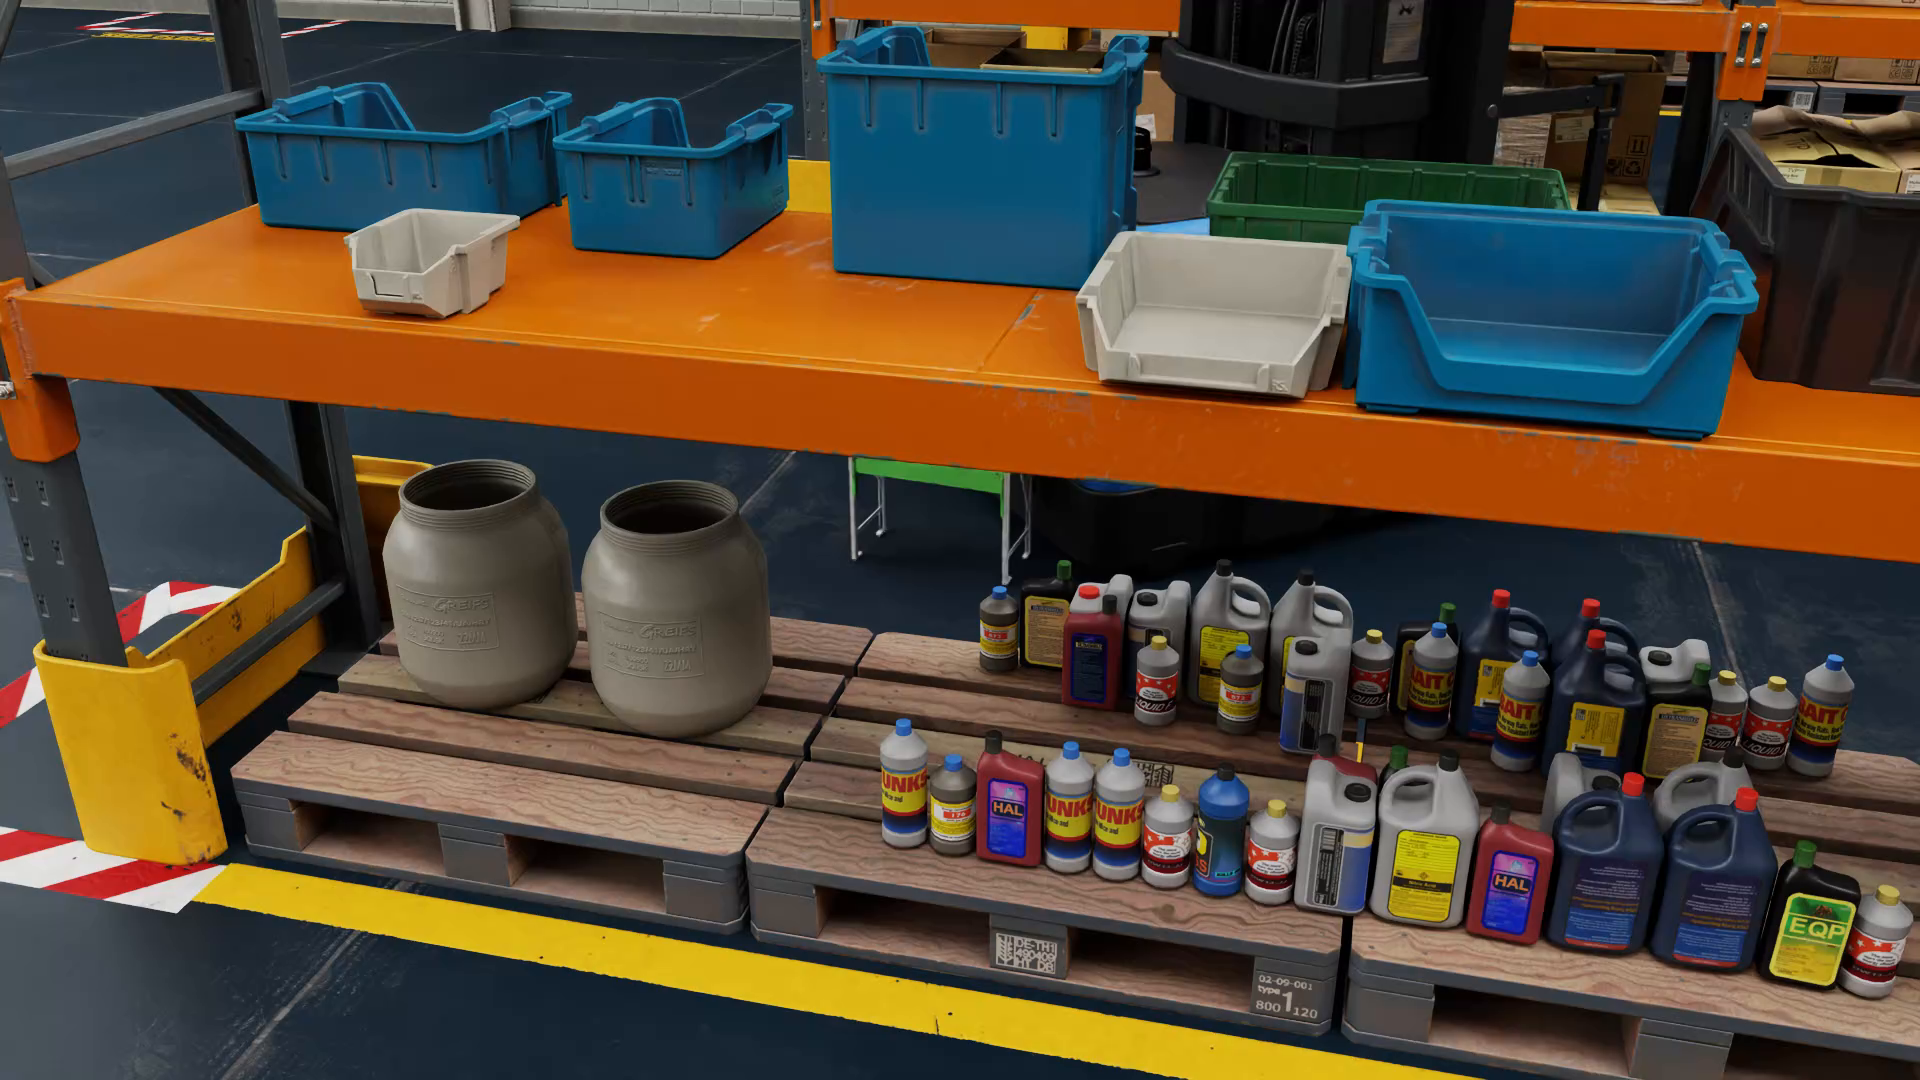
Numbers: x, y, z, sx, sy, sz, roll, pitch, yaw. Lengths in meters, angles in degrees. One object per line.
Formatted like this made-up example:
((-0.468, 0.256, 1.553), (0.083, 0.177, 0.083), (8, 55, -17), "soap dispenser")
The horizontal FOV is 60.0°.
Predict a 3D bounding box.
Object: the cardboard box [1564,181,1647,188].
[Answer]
((2.946, -1.626, 7.887), (0.500, 0.250, 0.500), (6, 26, 13), "cardboard box")

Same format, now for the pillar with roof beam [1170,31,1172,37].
((0.497, -6.195, 7.793), (0.400, 9.000, 9.100), (6, 26, 13), "pillar with roof beam")

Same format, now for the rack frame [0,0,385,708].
((-1.792, -0.869, 3.585), (0.127, 3.000, 1.000), (6, 26, 13), "rack frame")

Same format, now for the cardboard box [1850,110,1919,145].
((4.289, -1.727, 7.445), (0.500, 0.311, 0.500), (7, 26, 14), "cardboard box")

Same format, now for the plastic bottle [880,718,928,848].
((-0.113, 0.488, 3.397), (0.097, 0.271, 0.097), (0, 25, 0), "plastic bottle")

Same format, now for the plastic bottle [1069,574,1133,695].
((0.333, 0.215, 3.966), (0.135, 0.276, 0.152), (7, 26, 13), "plastic bottle")

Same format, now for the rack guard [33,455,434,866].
((-1.706, 0.248, 4.147), (0.348, 0.500, 1.175), (6, 26, 13), "rack guard")

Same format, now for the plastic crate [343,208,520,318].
((-1.005, -0.520, 3.159), (0.250, 0.136, 0.298), (6, 26, 13), "plastic crate")

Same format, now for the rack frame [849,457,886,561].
((-0.285, -0.527, 4.961), (0.015, 1.200, 0.240), (9, 27, 18), "rack frame")

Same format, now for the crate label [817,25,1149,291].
((0.058, -0.800, 3.400), (0.616, 0.435, 0.502), (6, 26, 13), "crate label")

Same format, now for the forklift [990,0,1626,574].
((1.517, -1.647, 5.300), (3.031, 2.935, 1.130), (-12, 28, -24), "forklift")

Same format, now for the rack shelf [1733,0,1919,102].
((5.257, -1.963, 6.721), (4.000, 0.370, 1.077), (6, 26, 13), "rack shelf")

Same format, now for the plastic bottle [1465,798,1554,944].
((1.033, 0.618, 3.111), (0.133, 0.283, 0.061), (8, 27, 16), "plastic bottle")

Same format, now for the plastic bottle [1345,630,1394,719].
((0.953, 0.305, 3.864), (0.097, 0.201, 0.097), (0, 25, 0), "plastic bottle")

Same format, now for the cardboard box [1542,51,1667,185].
((2.948, -1.969, 7.734), (0.500, 0.500, 0.500), (6, 26, 13), "cardboard box")

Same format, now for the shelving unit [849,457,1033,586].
((-0.056, -0.491, 4.885), (0.503, 1.200, 0.258), (9, 27, 18), "shelving unit")

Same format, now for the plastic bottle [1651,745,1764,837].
((1.423, 0.548, 3.180), (0.185, 0.351, 0.144), (6, 26, 13), "plastic bottle")

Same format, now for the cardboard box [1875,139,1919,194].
((4.141, -1.500, 6.969), (0.500, 0.311, 0.500), (6, 26, 12), "cardboard box")

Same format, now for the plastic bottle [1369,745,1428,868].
((0.889, 0.538, 3.279), (0.133, 0.283, 0.061), (6, 26, 13), "plastic bottle")

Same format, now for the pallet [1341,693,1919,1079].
((1.442, 0.729, 3.473), (1.213, 0.211, 1.003), (6, 26, 13), "pallet")

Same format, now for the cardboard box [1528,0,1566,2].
((2.376, -2.646, 7.202), (0.500, 0.500, 0.700), (6, 26, 12), "cardboard box")

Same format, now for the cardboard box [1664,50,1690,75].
((5.267, -3.563, 11.641), (0.500, 0.500, 0.700), (7, 26, 15), "cardboard box")

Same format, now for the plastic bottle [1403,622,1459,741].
((1.069, 0.313, 3.765), (0.097, 0.271, 0.097), (0, 25, 0), "plastic bottle")

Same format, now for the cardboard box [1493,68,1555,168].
((2.335, -1.806, 7.392), (0.500, 0.500, 0.500), (6, 26, 13), "cardboard box")

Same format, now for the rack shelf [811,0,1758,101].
((1.383, -2.392, 7.621), (4.000, 0.370, 1.077), (6, 26, 13), "rack shelf")

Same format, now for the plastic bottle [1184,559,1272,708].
((0.629, 0.212, 3.885), (0.185, 0.351, 0.144), (7, 26, 15), "plastic bottle")

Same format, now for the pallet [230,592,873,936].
((-0.921, 0.468, 4.021), (1.213, 0.211, 1.003), (6, 26, 13), "pallet")

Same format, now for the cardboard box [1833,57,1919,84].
((6.264, -3.457, 11.418), (0.500, 0.500, 0.700), (7, 26, 14), "cardboard box")

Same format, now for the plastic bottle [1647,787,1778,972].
((1.387, 0.608, 3.053), (0.185, 0.351, 0.144), (6, 26, 12), "plastic bottle")

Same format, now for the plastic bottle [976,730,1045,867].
((0.101, 0.515, 3.328), (0.133, 0.283, 0.061), (7, 26, 14), "plastic bottle")

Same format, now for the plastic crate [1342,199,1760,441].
((0.943, -0.379, 2.729), (0.616, 0.251, 0.499), (6, 26, 13), "plastic crate")

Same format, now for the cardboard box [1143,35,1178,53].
((1.011, -2.183, 8.183), (0.500, 0.500, 0.500), (6, 26, 13), "cardboard box")

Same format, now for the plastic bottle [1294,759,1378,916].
((0.732, 0.567, 3.225), (0.135, 0.276, 0.152), (7, 26, 14), "plastic bottle")

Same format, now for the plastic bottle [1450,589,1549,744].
((1.221, 0.277, 3.747), (0.185, 0.351, 0.144), (5, 26, 11), "plastic bottle")

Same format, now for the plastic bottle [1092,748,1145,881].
((0.315, 0.536, 3.297), (0.097, 0.271, 0.097), (0, 25, 0), "plastic bottle")

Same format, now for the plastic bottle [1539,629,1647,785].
((1.368, 0.358, 3.579), (0.185, 0.351, 0.144), (6, 26, 13), "plastic bottle")

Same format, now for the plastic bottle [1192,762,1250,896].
((0.512, 0.557, 3.252), (0.097, 0.271, 0.097), (0, 25, 0), "plastic bottle")

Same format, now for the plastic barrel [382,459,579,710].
((-1.135, 0.104, 3.949), (0.421, 0.512, 0.421), (0, 25, 0), "plastic barrel")

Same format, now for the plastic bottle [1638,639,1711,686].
((1.563, 0.351, 3.680), (0.135, 0.276, 0.152), (7, 26, 15), "plastic bottle")

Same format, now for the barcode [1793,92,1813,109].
((3.463, -1.805, 6.831), (0.075, 0.075, 0.001), (6, 26, 13), "barcode")

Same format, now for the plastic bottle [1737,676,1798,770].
((1.784, 0.397, 3.671), (0.097, 0.201, 0.097), (0, 25, 0), "plastic bottle")

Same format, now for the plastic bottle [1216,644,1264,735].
((0.642, 0.334, 3.802), (0.097, 0.201, 0.097), (0, 25, 0), "plastic bottle")

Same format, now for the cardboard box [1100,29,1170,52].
((1.323, -3.866, 12.498), (0.500, 0.311, 0.500), (3, 26, 7), "cardboard box")

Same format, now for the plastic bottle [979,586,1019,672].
((0.096, 0.210, 4.063), (0.097, 0.201, 0.097), (0, 25, 0), "plastic bottle")

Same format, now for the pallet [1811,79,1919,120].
((6.489, -3.093, 11.502), (1.213, 0.211, 1.003), (6, 26, 13), "pallet")

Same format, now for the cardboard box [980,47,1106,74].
((0.394, -2.014, 7.830), (0.500, 0.500, 0.500), (6, 26, 13), "cardboard box")

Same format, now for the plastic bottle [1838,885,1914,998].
((1.653, 0.715, 3.002), (0.097, 0.201, 0.097), (0, 25, 0), "plastic bottle")

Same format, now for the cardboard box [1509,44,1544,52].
((4.024, -3.529, 11.958), (0.250, 0.166, 0.380), (3, 26, 6), "cardboard box")

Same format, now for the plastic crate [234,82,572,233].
((-1.232, -0.873, 3.766), (0.616, 0.251, 0.499), (6, 26, 13), "plastic crate")
